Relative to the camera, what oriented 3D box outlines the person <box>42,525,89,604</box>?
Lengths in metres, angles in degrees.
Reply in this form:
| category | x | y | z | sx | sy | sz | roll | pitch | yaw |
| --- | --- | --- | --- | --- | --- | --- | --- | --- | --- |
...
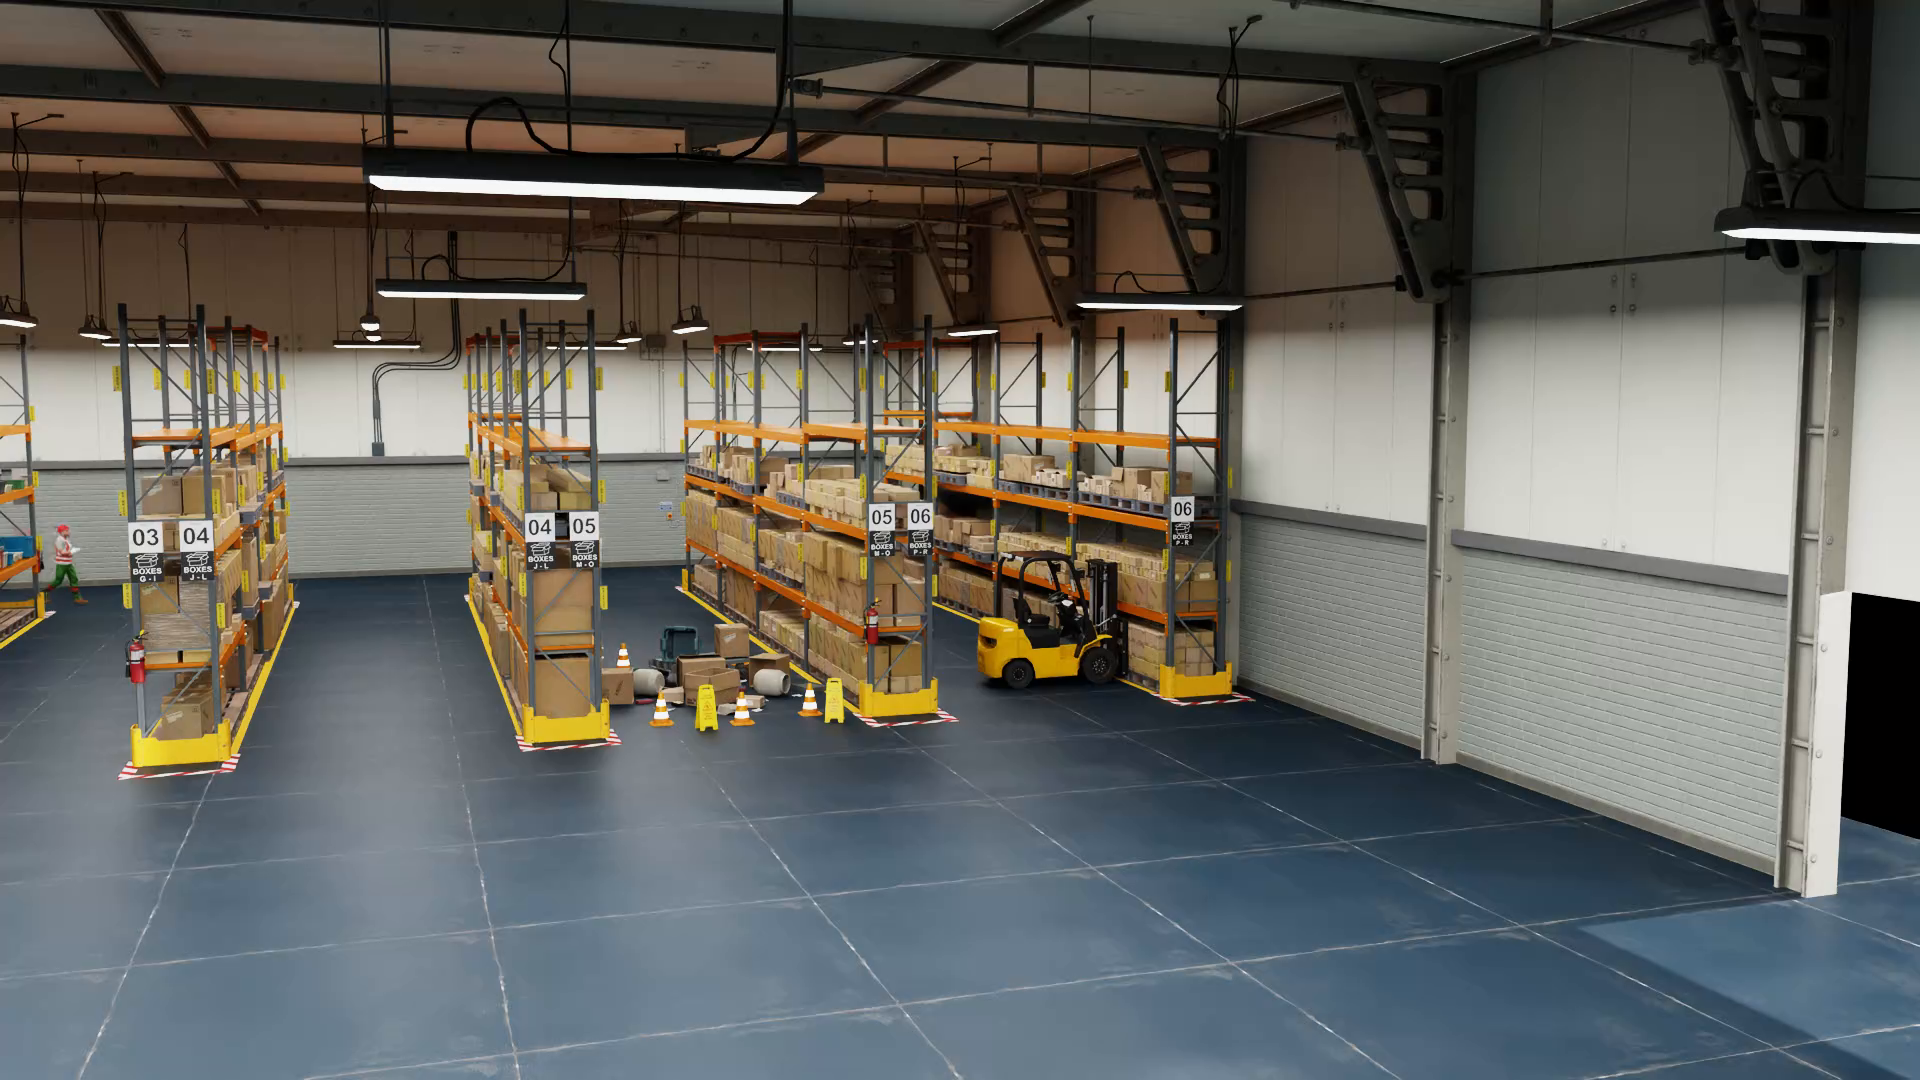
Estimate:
| category | x | y | z | sx | sy | sz | roll | pitch | yaw |
| --- | --- | --- | --- | --- | --- | --- | --- | --- | --- |
| person | -20.073 | 0.548 | 37.201 | 0.994 | 1.783 | 0.663 | -1 | 6 | -10 |
